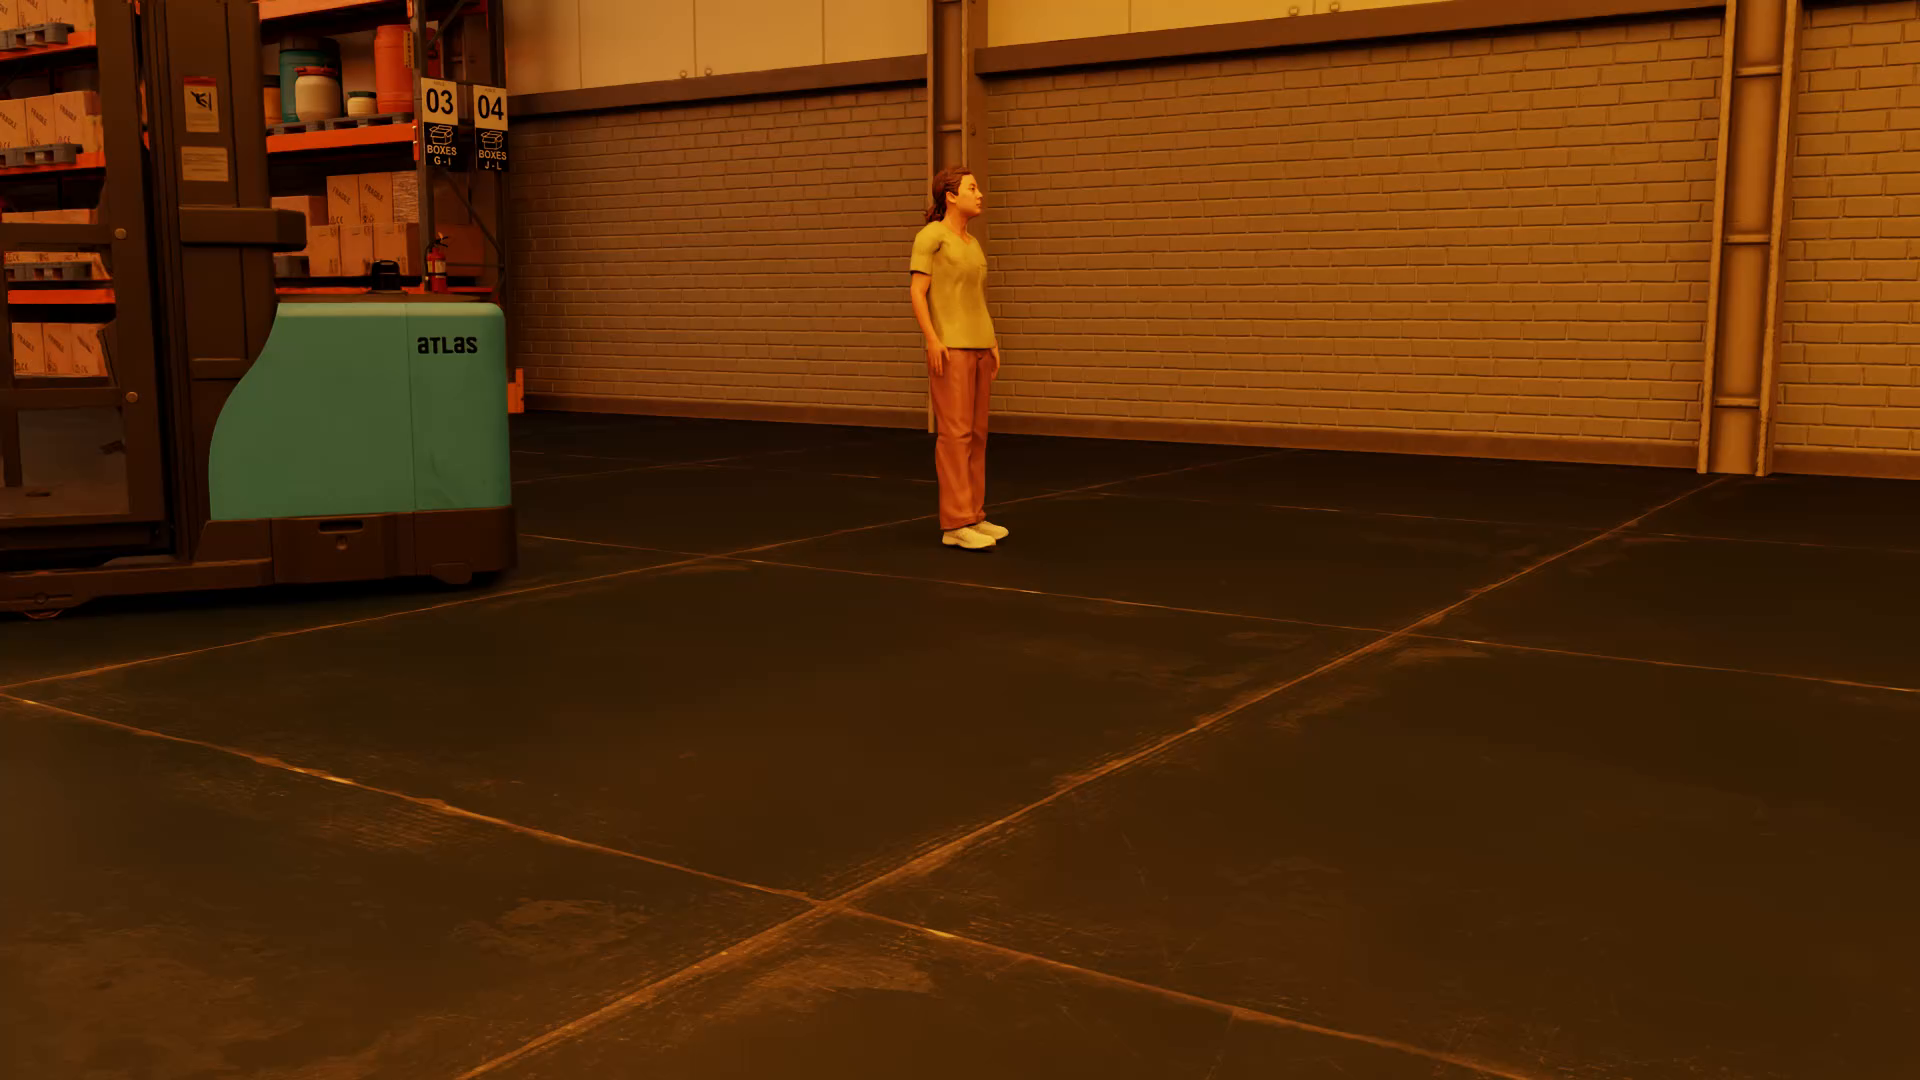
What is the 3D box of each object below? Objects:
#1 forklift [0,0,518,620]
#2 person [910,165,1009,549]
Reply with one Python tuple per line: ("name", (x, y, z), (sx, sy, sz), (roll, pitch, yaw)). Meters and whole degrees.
("forklift", (-3.262, -1.252, 5.998), (3.031, 2.935, 1.130), (-3, 9, -23))
("person", (0.055, -0.830, 7.434), (0.548, 1.673, 0.553), (5, 10, 34))
